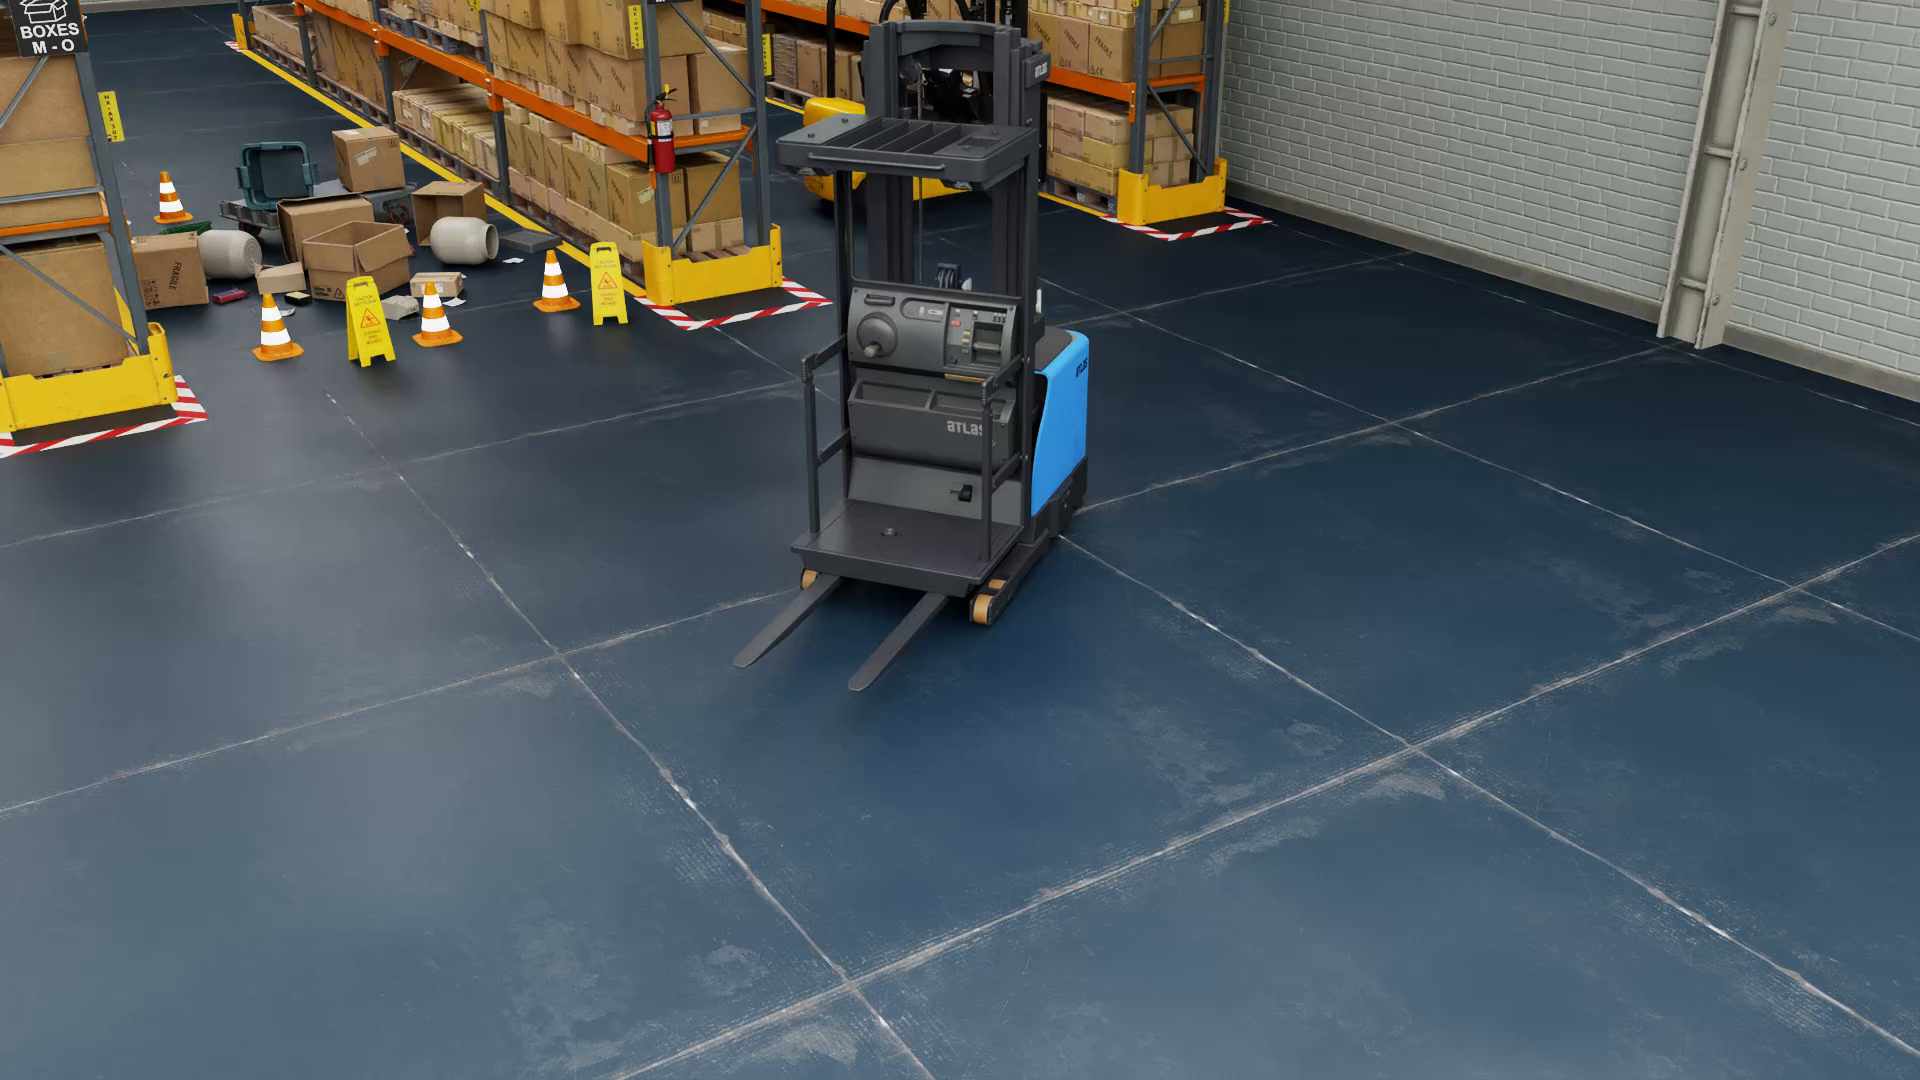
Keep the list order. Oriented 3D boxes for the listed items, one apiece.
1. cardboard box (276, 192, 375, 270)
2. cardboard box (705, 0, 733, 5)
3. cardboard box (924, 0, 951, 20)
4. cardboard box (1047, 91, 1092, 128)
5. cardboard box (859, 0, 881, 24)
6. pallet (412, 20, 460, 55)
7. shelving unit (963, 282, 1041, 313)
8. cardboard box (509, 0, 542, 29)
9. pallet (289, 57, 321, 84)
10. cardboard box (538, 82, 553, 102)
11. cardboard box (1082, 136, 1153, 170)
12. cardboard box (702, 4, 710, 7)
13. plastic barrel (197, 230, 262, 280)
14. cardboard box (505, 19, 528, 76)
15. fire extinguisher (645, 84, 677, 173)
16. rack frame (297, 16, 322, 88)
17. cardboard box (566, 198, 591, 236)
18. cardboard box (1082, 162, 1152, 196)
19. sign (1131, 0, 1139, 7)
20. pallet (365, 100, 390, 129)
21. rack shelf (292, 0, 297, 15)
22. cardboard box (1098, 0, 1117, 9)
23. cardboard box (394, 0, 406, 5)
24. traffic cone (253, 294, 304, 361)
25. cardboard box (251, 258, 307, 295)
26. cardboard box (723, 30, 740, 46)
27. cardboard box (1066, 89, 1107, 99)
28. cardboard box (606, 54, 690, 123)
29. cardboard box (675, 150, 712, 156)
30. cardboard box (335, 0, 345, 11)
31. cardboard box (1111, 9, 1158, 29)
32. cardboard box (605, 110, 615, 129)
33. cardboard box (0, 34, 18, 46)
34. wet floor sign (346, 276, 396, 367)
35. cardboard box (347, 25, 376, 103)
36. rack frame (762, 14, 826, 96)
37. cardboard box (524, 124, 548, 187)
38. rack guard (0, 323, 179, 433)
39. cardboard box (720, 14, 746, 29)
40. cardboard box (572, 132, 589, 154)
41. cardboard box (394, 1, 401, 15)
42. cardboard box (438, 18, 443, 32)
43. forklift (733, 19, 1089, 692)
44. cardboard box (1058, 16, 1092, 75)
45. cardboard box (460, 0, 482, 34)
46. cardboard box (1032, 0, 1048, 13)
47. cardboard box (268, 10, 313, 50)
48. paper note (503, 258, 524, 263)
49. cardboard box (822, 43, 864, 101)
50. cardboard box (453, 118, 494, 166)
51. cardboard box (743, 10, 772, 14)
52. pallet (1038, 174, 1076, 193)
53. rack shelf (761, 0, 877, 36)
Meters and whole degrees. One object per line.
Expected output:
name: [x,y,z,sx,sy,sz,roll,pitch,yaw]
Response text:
cardboard box: [-5.654,-2.771,14.871,0.797,0.637,0.503,-16,29,-30]
cardboard box: [-3.558,-7.943,24.739,0.380,0.149,0.250,-17,30,-32]
cardboard box: [-0.060,-5.882,18.579,0.500,0.500,0.500,-16,30,-31]
cardboard box: [1.020,-4.476,17.275,0.500,0.250,0.500,-15,29,-29]
cardboard box: [-0.857,-6.287,19.729,0.500,0.250,0.500,-16,29,-30]
pallet: [-5.309,-5.544,18.205,1.003,0.211,1.213,-16,29,-30]
shelving unit: [0.220,-0.979,10.418,0.503,1.200,0.258,9,27,19]
cardboard box: [-3.670,-4.949,15.082,0.700,0.500,0.500,-16,30,-31]
pallet: [-8.957,-6.789,23.884,1.003,0.211,1.213,-16,29,-30]
cardboard box: [-3.647,-4.138,15.295,0.380,0.149,0.250,-15,29,-29]
cardboard box: [1.572,-3.900,16.640,0.500,0.250,0.500,-16,30,-30]
cardboard box: [-3.846,-7.717,24.260,0.380,0.149,0.250,-16,29,-30]
plastic barrel: [-6.428,-2.495,14.540,0.512,0.421,0.421,3,25,6]
cardboard box: [-3.940,-4.682,15.688,0.500,0.500,0.500,-16,29,-30]
fire extinguisher: [-2.381,-3.284,13.284,0.296,0.674,0.183,-16,29,-30]
rack frame: [-8.608,-7.760,22.674,1.000,3.000,0.127,-16,29,-30]
cardboard box: [-3.290,-3.014,15.349,0.500,0.250,0.500,-17,30,-31]
cardboard box: [1.579,-3.667,16.733,0.500,0.250,0.500,-15,29,-29]
sign: [1.638,-5.135,15.480,0.100,0.325,0.005,-16,29,-30]
pallet: [-6.791,-5.368,20.873,1.003,0.211,1.213,-16,29,-30]
rack shelf: [-9.700,-8.150,24.343,1.077,0.370,4.000,-16,29,-30]
cardboard box: [1.567,-5.259,16.151,0.380,0.149,0.250,-15,29,-29]
cardboard box: [-6.082,-6.299,18.622,0.500,0.500,0.500,-14,29,-27]
traffic cone: [-5.249,-1.652,12.707,0.336,0.463,0.334,-16,29,-30]
cardboard box: [-5.851,-2.287,14.283,0.396,0.266,0.258,-10,27,-21]
cardboard box: [-2.943,-6.829,23.139,0.500,0.500,0.500,-16,30,-30]
cardboard box: [1.456,-4.600,17.538,0.500,0.250,0.500,-16,30,-30]
cardboard box: [-2.584,-3.777,13.772,0.500,0.500,0.500,-16,30,-30]
cardboard box: [-2.568,-3.301,15.079,0.500,0.500,0.500,-17,30,-31]
cardboard box: [-7.471,-6.745,20.699,0.500,0.250,0.500,-16,30,-30]
cardboard box: [1.676,-5.023,16.000,0.380,0.149,0.250,-15,29,-29]
cardboard box: [-2.794,-3.600,14.155,0.380,0.149,0.250,-16,30,-30]
cardboard box: [-6.697,-3.151,11.471,0.875,0.550,0.550,-16,29,-30]
wet floor sign: [-4.474,-1.664,12.520,0.267,0.644,0.232,-22,33,-38]
cardboard box: [-7.215,-6.145,21.250,0.875,0.875,0.875,-15,29,-29]
rack frame: [-2.267,-7.487,22.097,1.000,3.000,0.127,-16,29,-30]
cardboard box: [-3.843,-3.721,15.970,0.500,0.500,0.500,-14,29,-28]
rack guard: [-6.136,-1.139,11.577,1.175,0.500,0.348,-16,29,-30]
cardboard box: [-3.137,-7.258,23.286,0.380,0.149,0.250,-15,29,-28]
cardboard box: [-3.246,-3.573,14.897,0.380,0.149,0.250,-14,29,-27]
cardboard box: [-6.166,-6.028,18.808,0.380,0.149,0.250,-18,31,-33]
cardboard box: [-5.298,-5.463,17.610,0.380,0.149,0.250,-16,29,-30]
forklift: [-0.229,-1.075,8.593,1.130,2.935,3.031,9,27,19]
cardboard box: [1.336,-4.974,16.655,0.500,0.500,0.500,-15,29,-28]
cardboard box: [-4.685,-5.380,16.675,0.500,0.500,0.500,-16,30,-31]
cardboard box: [0.955,-5.476,16.960,0.380,0.149,0.250,-15,29,-29]
cardboard box: [-9.841,-7.684,25.022,0.875,0.438,0.875,-15,29,-28]
paper note: [-4.051,-2.544,15.103,0.148,0.019,0.142,18,31,33]
cardboard box: [-1.207,-5.904,21.033,0.875,0.625,0.625,-17,30,-32]
cardboard box: [-4.924,-4.343,18.023,0.950,0.372,0.625,-14,28,-26]
cardboard box: [-2.870,-7.472,23.740,0.380,0.149,0.250,-16,30,-31]
pallet: [0.985,-4.065,18.113,1.003,0.211,1.213,-16,29,-30]
rack shelf: [-1.176,-6.447,20.735,1.077,0.370,4.000,-16,29,-30]
